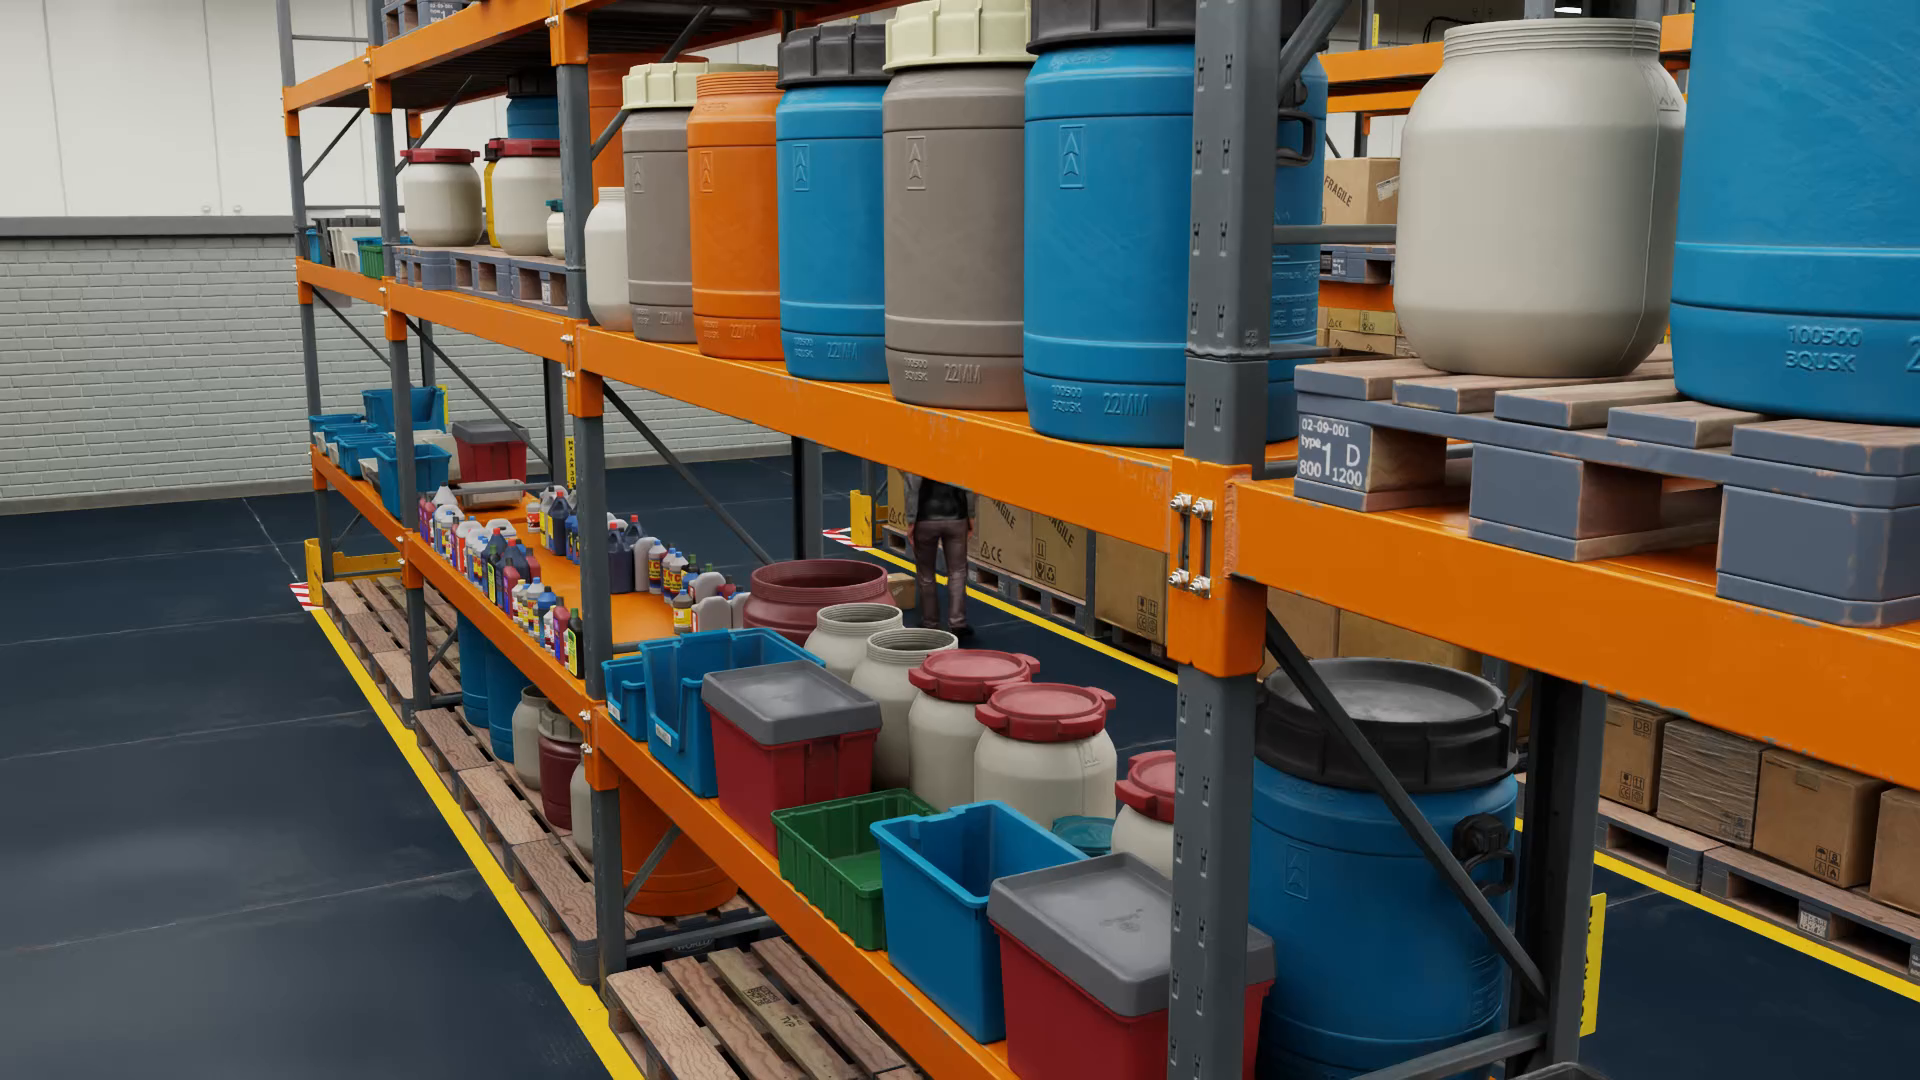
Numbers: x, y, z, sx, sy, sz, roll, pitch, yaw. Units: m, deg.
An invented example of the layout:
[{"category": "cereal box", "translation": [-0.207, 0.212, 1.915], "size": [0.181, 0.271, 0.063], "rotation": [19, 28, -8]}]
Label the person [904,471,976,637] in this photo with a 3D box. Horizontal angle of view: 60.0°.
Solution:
[{"category": "person", "translation": [-0.150, -0.113, 12.548], "size": [0.566, 1.723, 0.645], "rotation": [-2, 12, -11]}]
